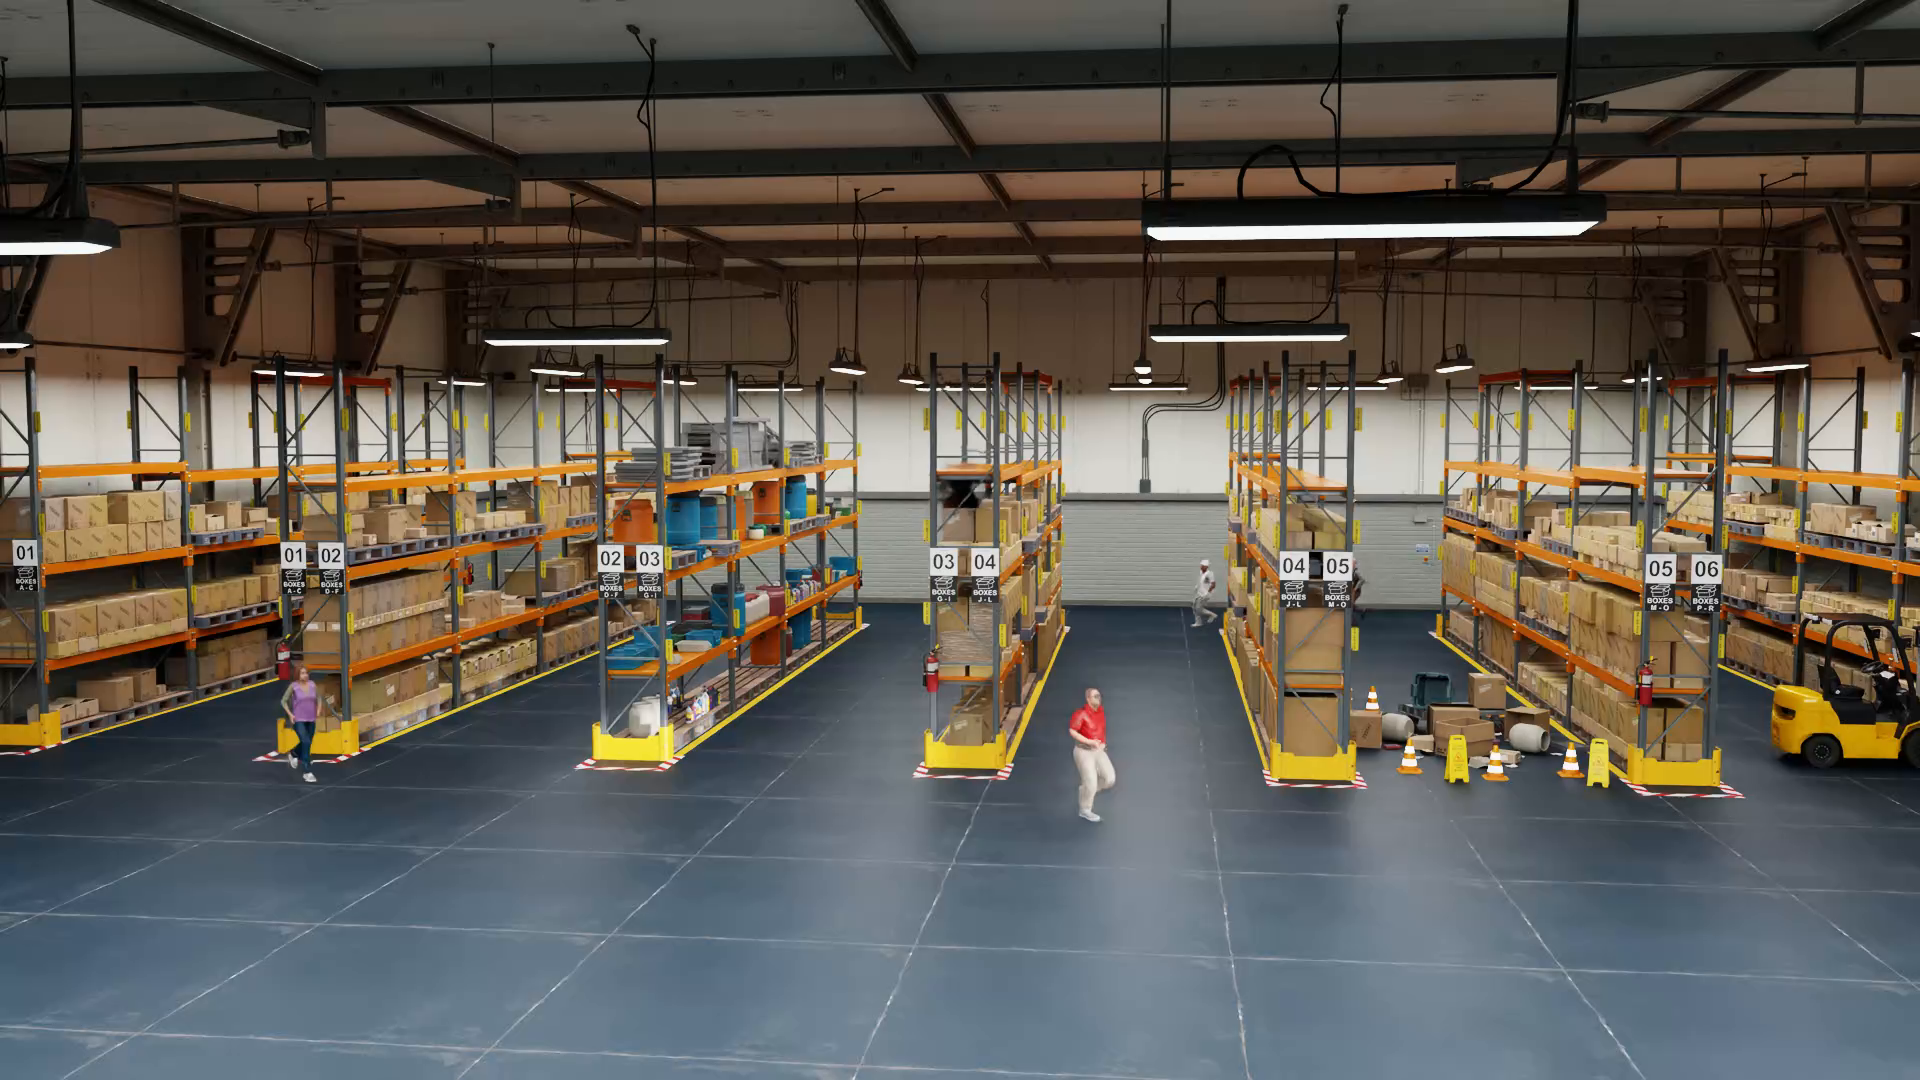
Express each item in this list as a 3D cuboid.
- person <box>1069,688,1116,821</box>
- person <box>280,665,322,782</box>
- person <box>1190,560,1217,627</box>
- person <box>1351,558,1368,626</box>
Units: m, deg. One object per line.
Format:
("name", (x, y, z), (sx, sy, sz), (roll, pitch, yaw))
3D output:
("person", (1.666, 2.689, 20.885), (0.671, 1.685, 0.580), (-4, 6, -43))
("person", (-9.236, 2.547, 23.339), (0.784, 1.604, 0.542), (4, 5, 42))
("person", (6.015, 1.308, 40.472), (0.591, 1.691, 0.777), (-1, 4, -14))
("person", (9.743, 1.276, 40.914), (0.738, 1.680, 0.650), (-1, 4, -13))
